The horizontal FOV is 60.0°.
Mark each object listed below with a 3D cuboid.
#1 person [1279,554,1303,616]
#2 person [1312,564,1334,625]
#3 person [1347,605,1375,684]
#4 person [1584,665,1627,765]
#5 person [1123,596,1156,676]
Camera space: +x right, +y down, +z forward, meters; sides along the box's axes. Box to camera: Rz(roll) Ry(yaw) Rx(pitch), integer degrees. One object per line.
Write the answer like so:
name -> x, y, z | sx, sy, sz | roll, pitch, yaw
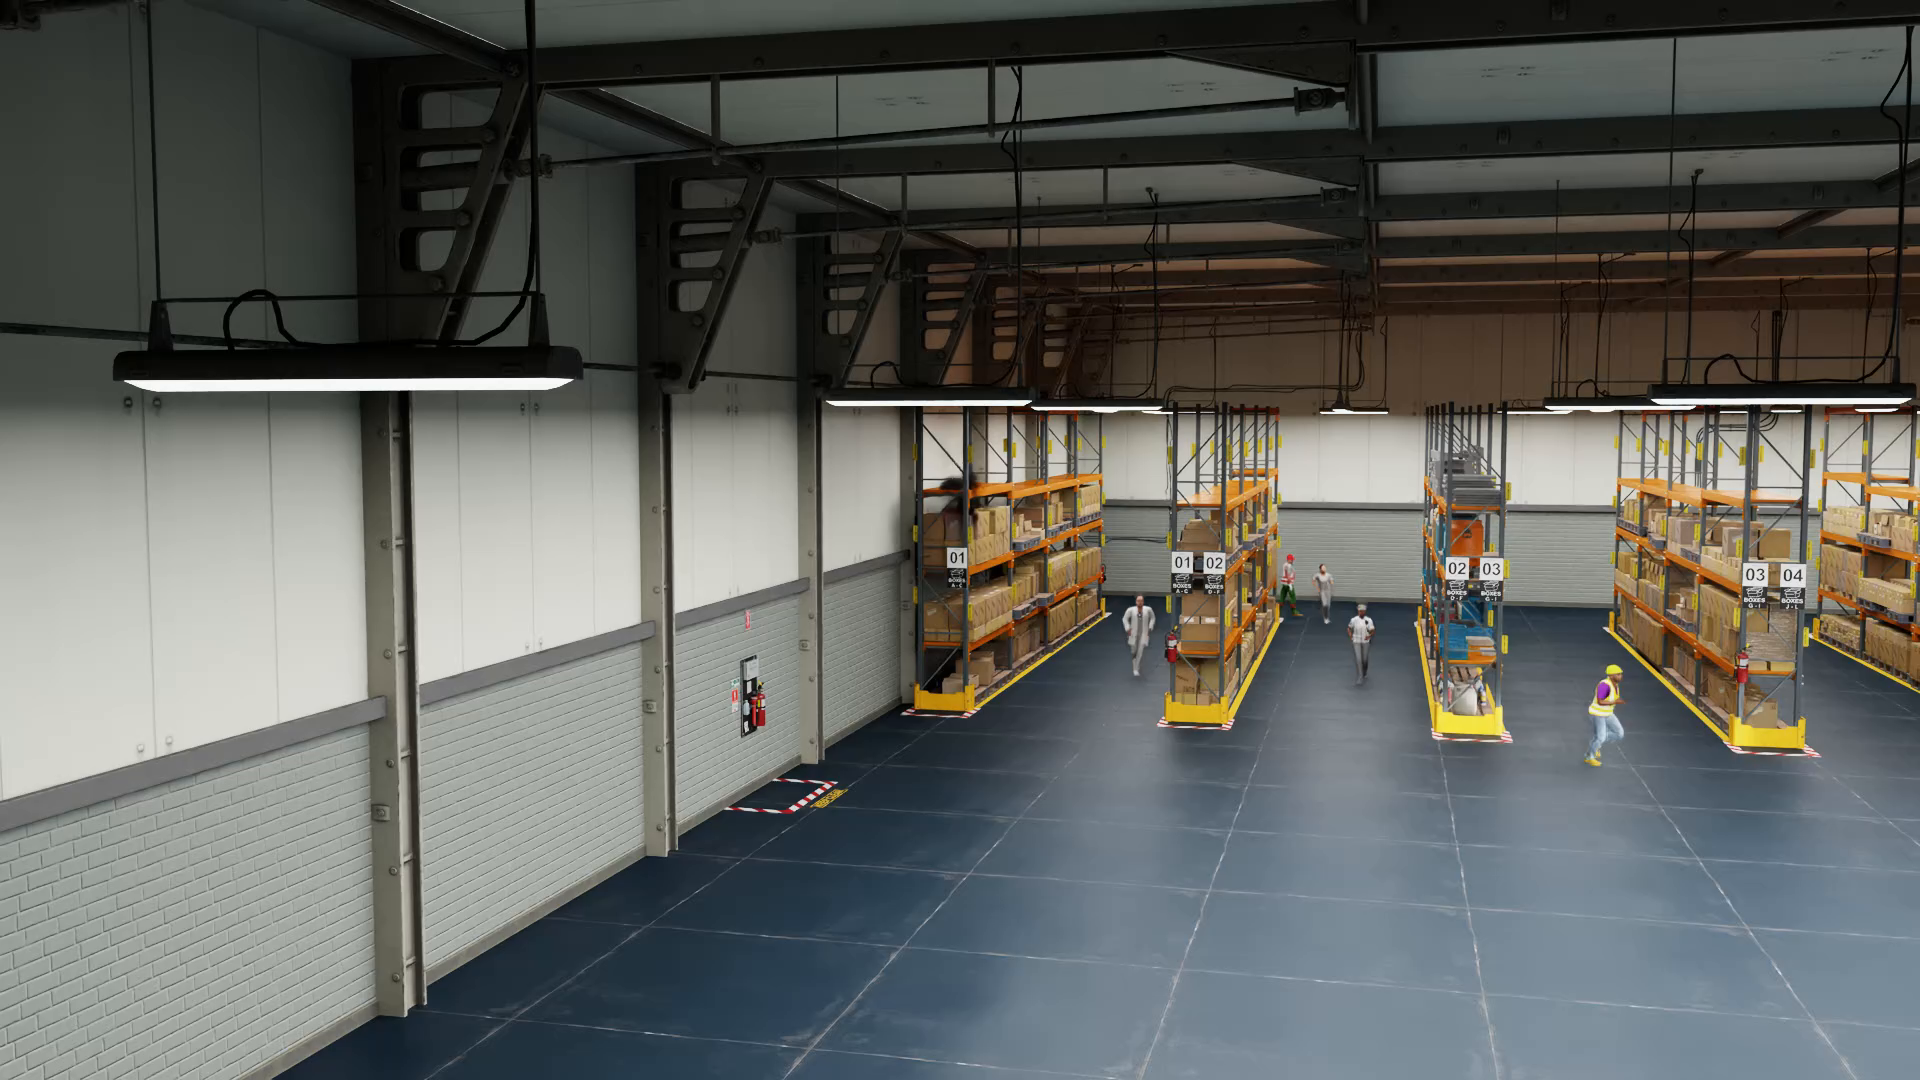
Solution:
person -> 9.473, 1.289, 47.777 | 0.605, 1.774, 0.647 | -1, 4, -15
person -> 10.074, 1.504, 46.065 | 0.568, 1.689, 0.689 | -1, 4, -9
person -> 8.679, 2.229, 36.002 | 0.585, 1.695, 0.705 | 1, 4, 13
person -> 10.576, 2.867, 27.190 | 0.680, 1.692, 0.757 | -4, 6, -41
person -> 4.007, 2.119, 37.168 | 0.738, 1.750, 0.800 | 0, 4, 4
